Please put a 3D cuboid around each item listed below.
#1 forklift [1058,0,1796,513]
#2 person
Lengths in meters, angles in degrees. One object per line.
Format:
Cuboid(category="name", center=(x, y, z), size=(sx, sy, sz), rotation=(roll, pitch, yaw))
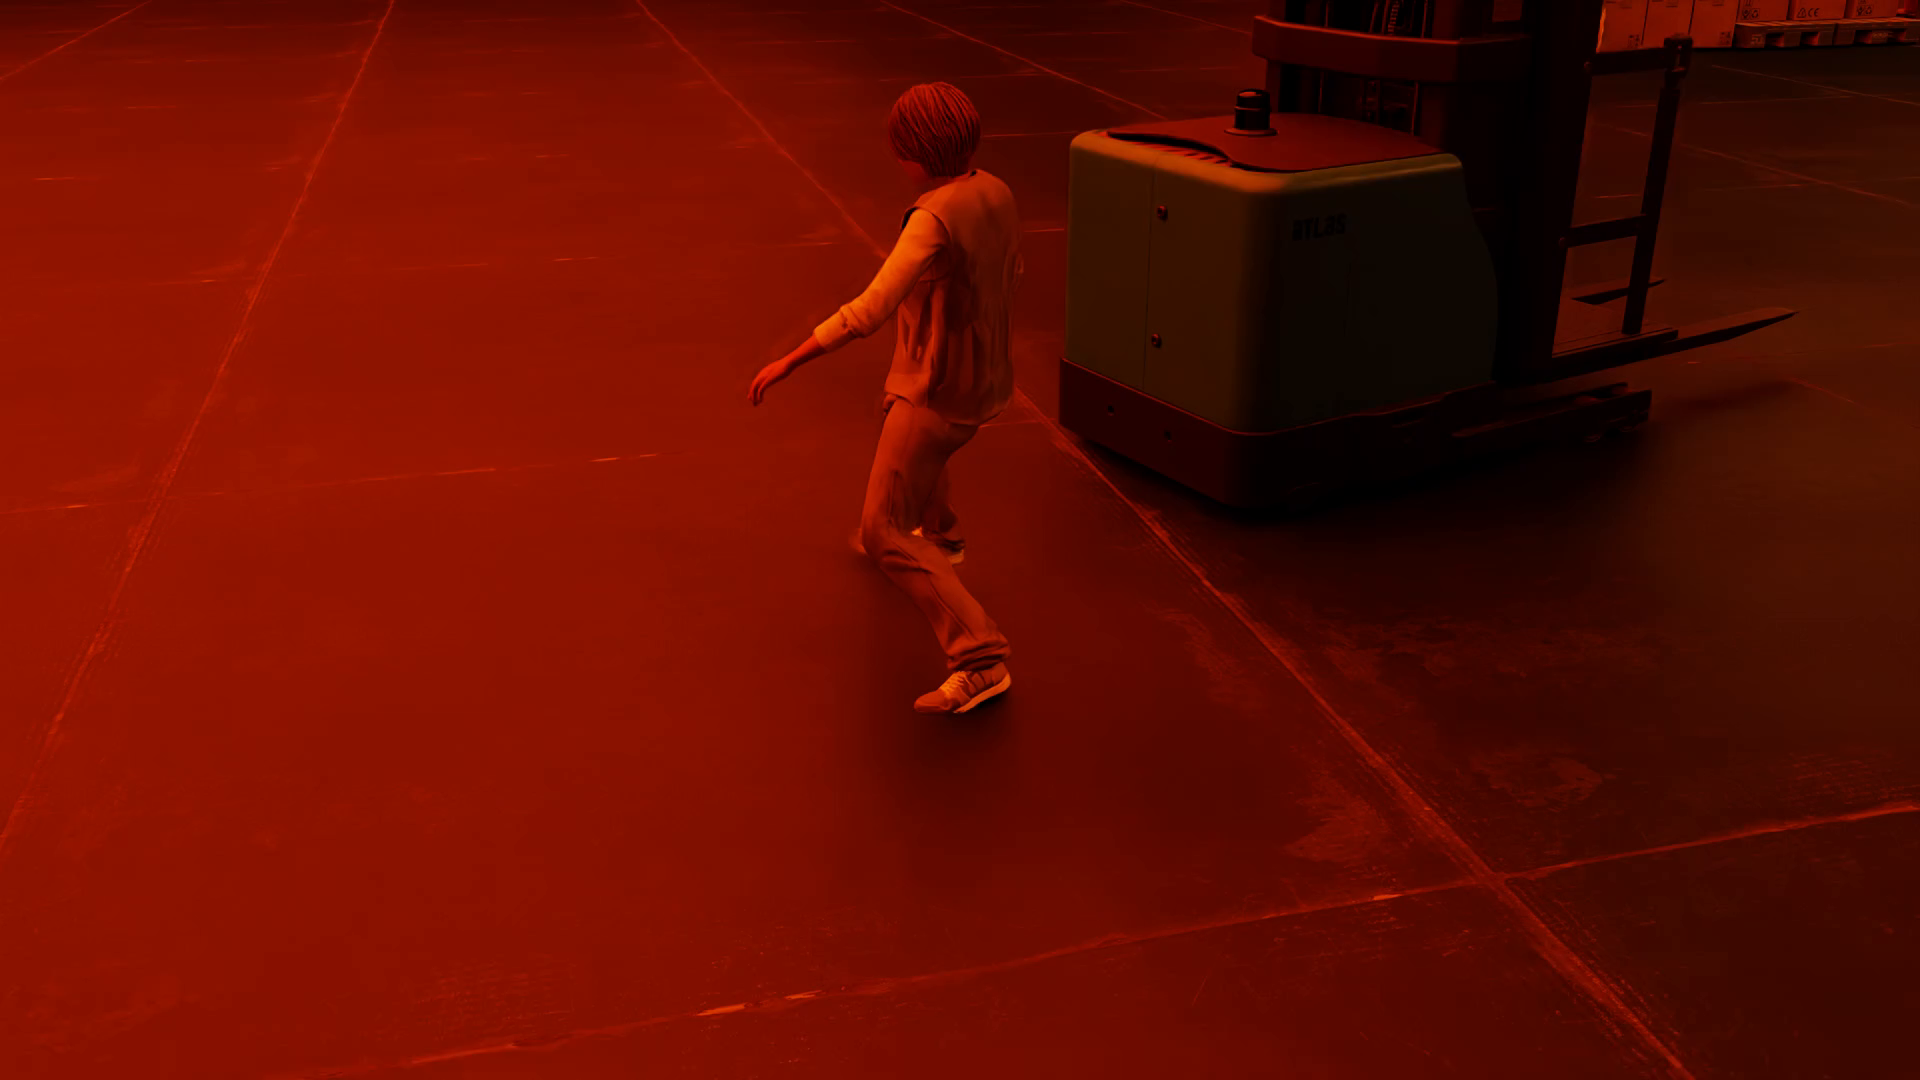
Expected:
Cuboid(category="forklift", center=(1.868, -1.851, 5.658), size=(3.031, 2.935, 1.130), rotation=(-14, 27, -29))
Cuboid(category="person", center=(-0.093, -0.394, 4.188), size=(0.730, 1.460, 0.849), rotation=(13, 26, 28))
